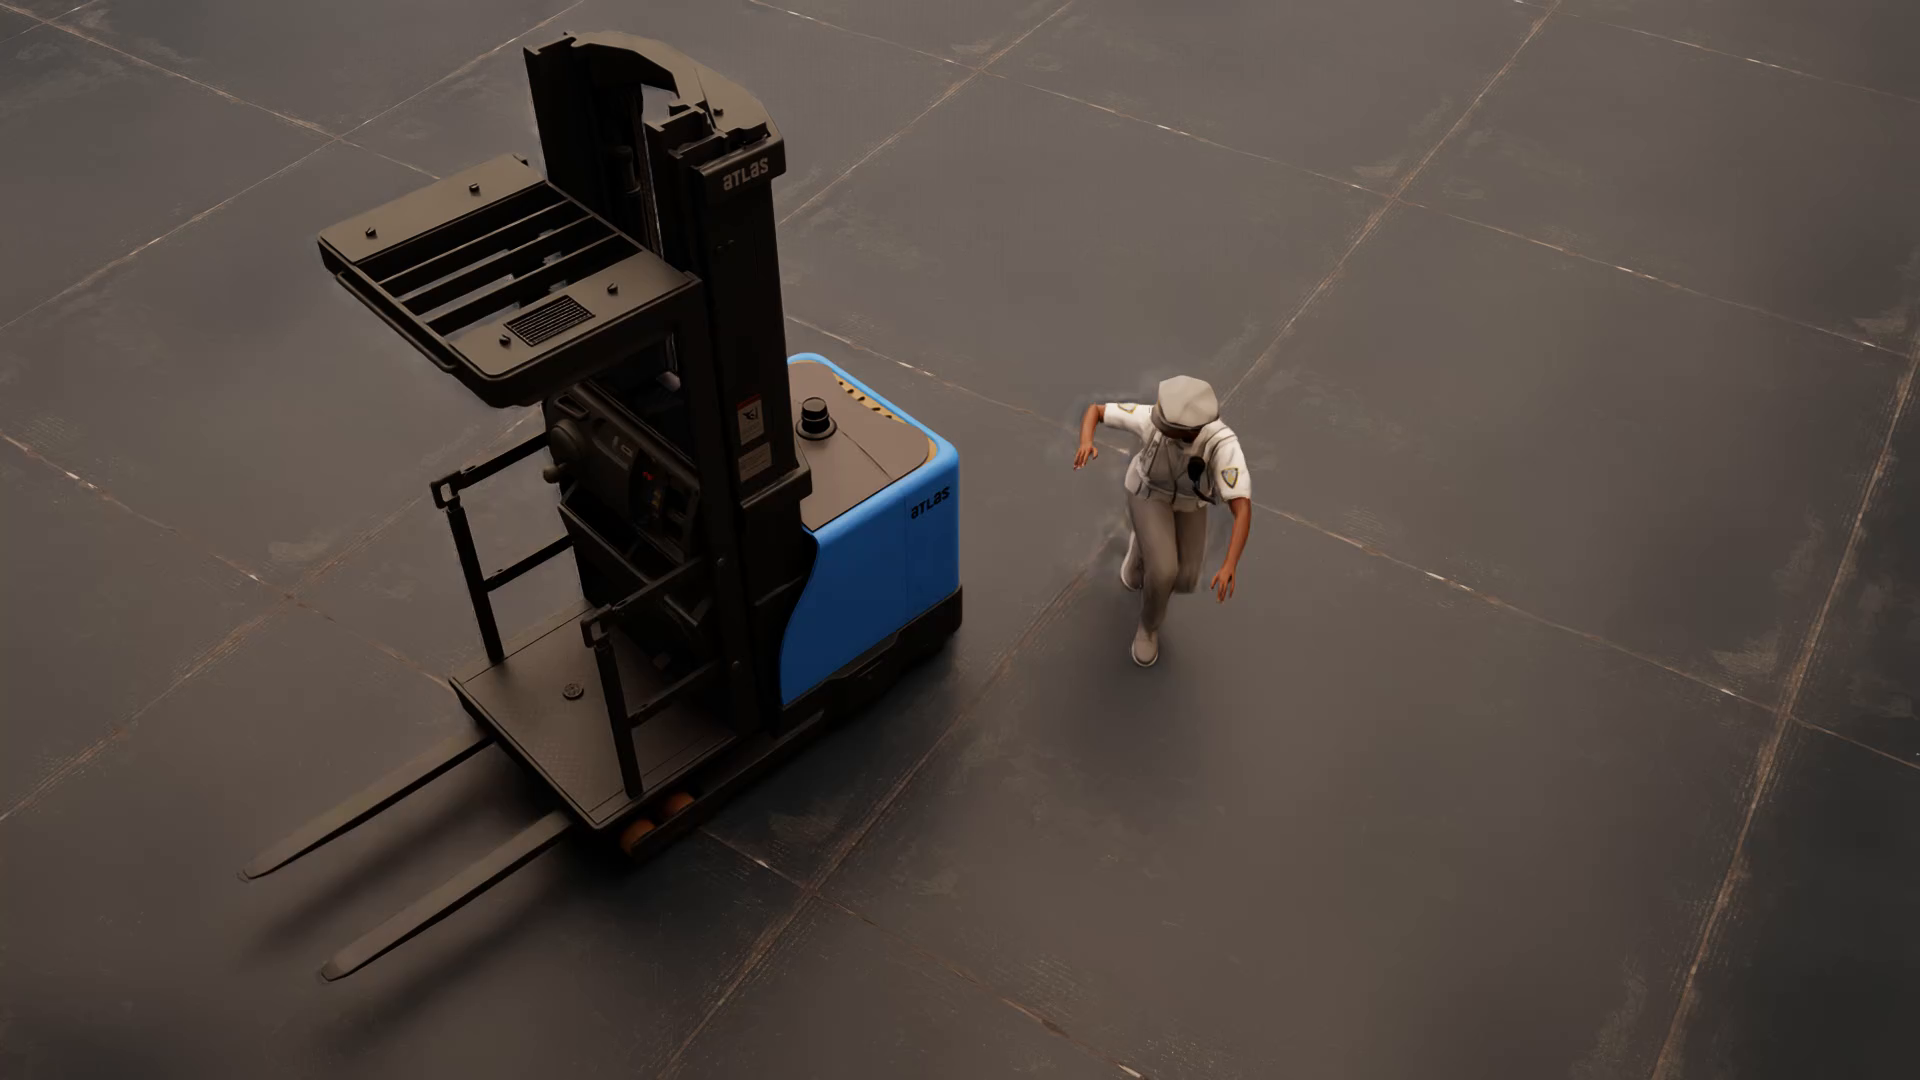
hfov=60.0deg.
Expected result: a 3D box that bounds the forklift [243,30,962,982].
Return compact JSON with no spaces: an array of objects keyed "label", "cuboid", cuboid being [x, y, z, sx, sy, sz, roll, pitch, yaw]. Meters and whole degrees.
[{"label":"forklift","cuboid":[-1.405,-0.196,6.056,3.031,2.935,1.130,-33,53,-30]}]

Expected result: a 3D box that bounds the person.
[{"label":"person","cuboid":[0.818,-0.030,6.996,0.724,1.406,1.018,-1,43,-1]}]
